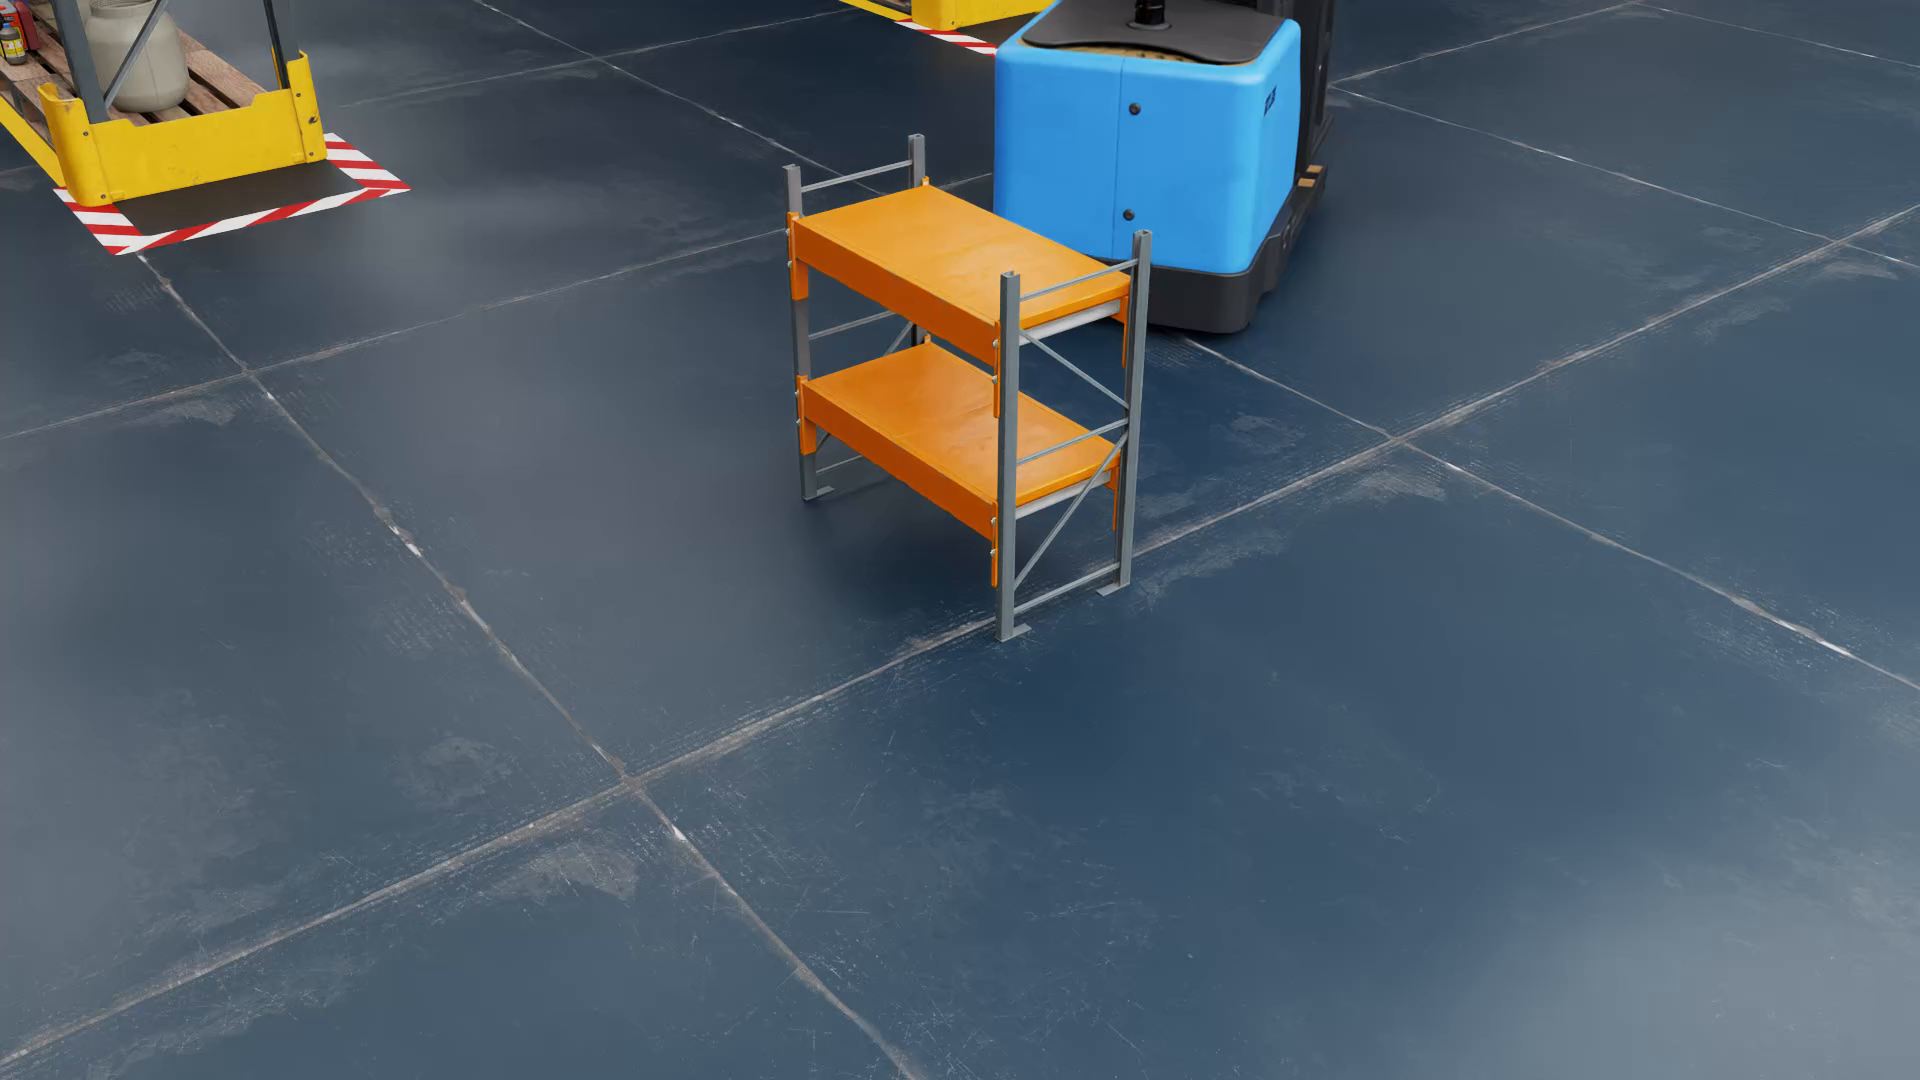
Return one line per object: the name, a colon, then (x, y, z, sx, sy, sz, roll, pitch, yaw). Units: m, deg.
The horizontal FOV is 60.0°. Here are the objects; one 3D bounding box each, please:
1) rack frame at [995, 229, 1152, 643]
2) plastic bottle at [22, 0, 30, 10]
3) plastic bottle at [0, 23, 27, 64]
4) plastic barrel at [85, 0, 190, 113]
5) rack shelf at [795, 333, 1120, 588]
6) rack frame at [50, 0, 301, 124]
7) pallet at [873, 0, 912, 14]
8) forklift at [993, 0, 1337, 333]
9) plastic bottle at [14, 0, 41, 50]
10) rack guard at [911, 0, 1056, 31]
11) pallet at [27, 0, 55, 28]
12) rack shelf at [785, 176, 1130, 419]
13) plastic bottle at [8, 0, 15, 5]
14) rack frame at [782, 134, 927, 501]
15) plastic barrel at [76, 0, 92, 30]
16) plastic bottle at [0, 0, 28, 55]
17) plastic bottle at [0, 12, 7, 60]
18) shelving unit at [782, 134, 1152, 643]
rack frame: (0.308, -0.269, 4.617, 0.500, 1.125, 0.032, -22, 38, -31)
plastic bottle: (-5.439, -3.084, 9.537, 0.152, 0.276, 0.135, -22, 38, -31)
plastic bottle: (-5.104, -2.677, 8.952, 0.097, 0.201, 0.097, 0, 32, 0)
plastic barrel: (-4.095, -2.426, 8.273, 0.421, 0.512, 0.421, 0, 32, 0)
rack shelf: (-0.004, -0.273, 5.087, 0.538, 0.278, 1.000, -22, 38, -31)
rack frame: (-3.631, -3.055, 7.326, 1.000, 3.000, 0.127, -22, 38, -31)
pallet: (-0.236, -3.855, 11.256, 1.003, 0.211, 1.213, -22, 38, -31)
forklift: (1.091, -2.807, 6.992, 1.130, 2.935, 3.031, 11, 33, 17)
plastic bottle: (-5.153, -2.860, 9.170, 0.061, 0.283, 0.133, -22, 38, -31)
rack guard: (0.234, -3.627, 10.616, 1.175, 0.500, 0.348, -22, 38, -31)
pallet: (-5.705, -3.244, 10.273, 1.003, 0.211, 1.213, -22, 38, -31)
rack shelf: (-0.004, -0.729, 4.803, 0.538, 0.278, 1.000, -22, 38, -31)
plastic bottle: (-5.358, -2.974, 9.430, 0.097, 0.201, 0.097, 0, 32, 0)
rack frame: (-0.316, -0.693, 5.299, 0.500, 1.125, 0.032, -22, 38, -31)
plastic barrel: (-4.403, -2.635, 8.610, 0.421, 0.512, 0.421, 0, 32, 0)
plastic bottle: (-5.237, -2.822, 9.116, 0.152, 0.276, 0.135, -22, 38, -31)
plastic bottle: (-5.190, -2.754, 8.999, 0.061, 0.283, 0.133, -21, 38, -30)
shelving unit: (-0.004, -0.481, 4.958, 0.538, 1.125, 1.048, -22, 38, -31)
